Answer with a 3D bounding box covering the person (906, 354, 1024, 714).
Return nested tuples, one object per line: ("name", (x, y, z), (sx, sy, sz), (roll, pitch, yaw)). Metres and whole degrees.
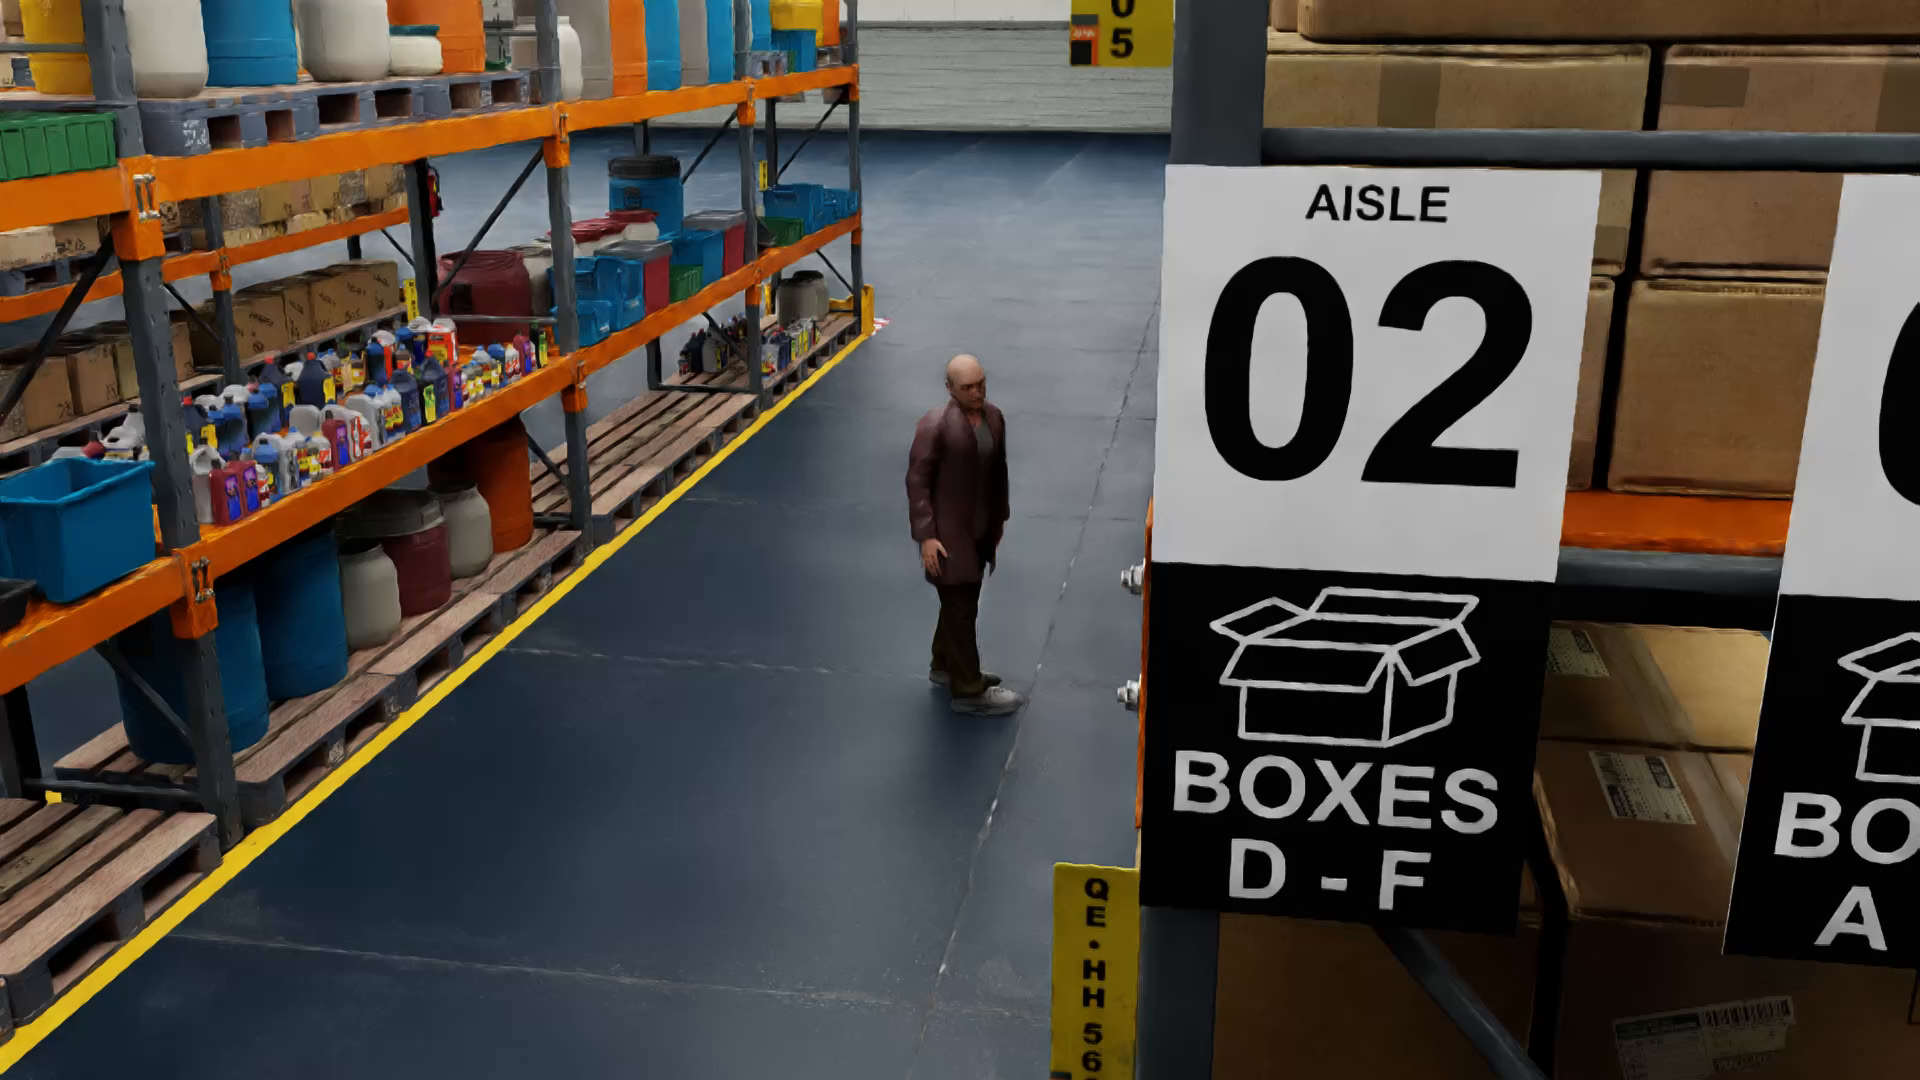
("person", (0.040, -0.030, 8.133), (0.645, 1.780, 0.677), (14, 22, 37))
